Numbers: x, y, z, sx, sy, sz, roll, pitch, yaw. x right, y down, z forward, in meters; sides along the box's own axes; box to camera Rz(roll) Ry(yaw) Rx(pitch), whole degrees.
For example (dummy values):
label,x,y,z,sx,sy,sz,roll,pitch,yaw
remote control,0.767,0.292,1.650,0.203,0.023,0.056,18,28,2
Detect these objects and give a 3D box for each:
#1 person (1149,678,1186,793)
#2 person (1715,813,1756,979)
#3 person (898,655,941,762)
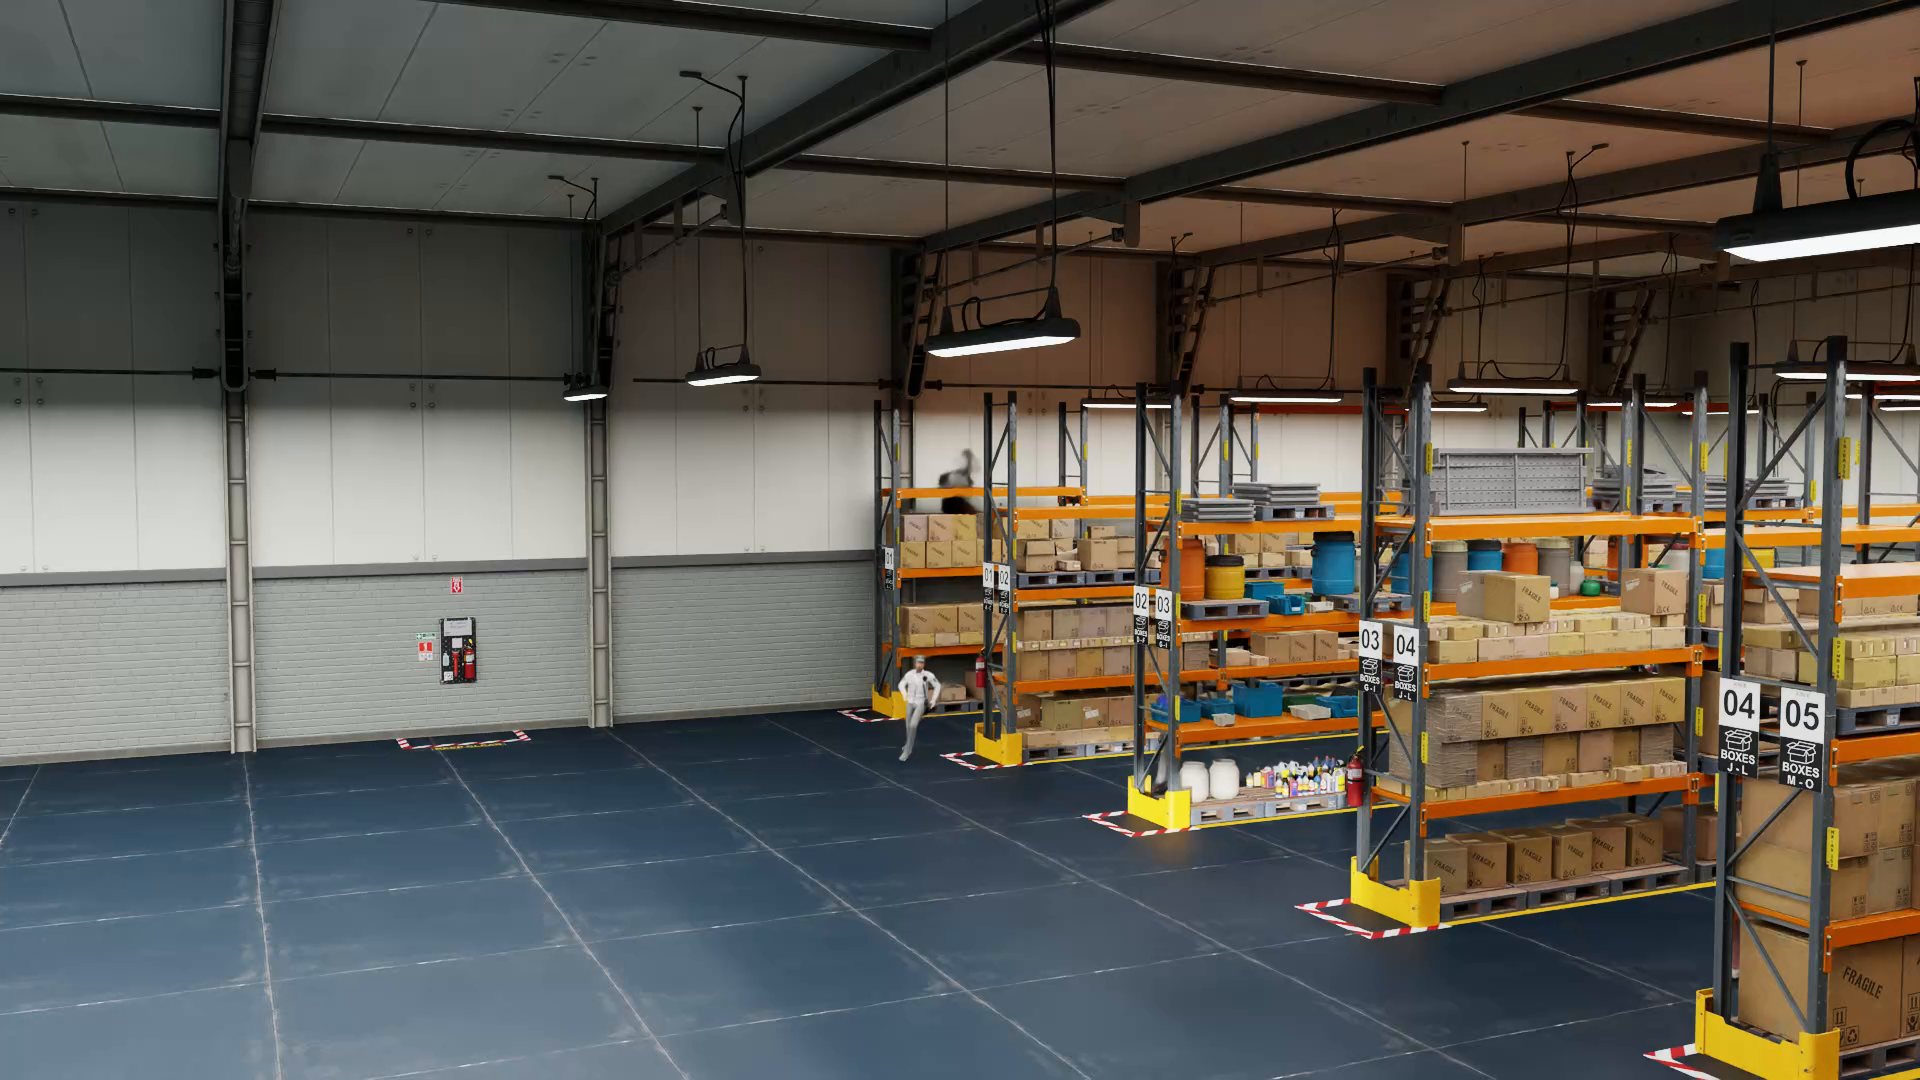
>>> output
label,x,y,z,sx,sy,sz,roll,pitch,yaw
person,3.122,2.876,24.717,0.900,1.663,0.604,-2,4,-33
person,7.633,3.410,16.138,0.646,1.619,0.581,-3,4,-38
person,-0.708,2.718,27.243,0.682,1.713,0.801,1,4,19
